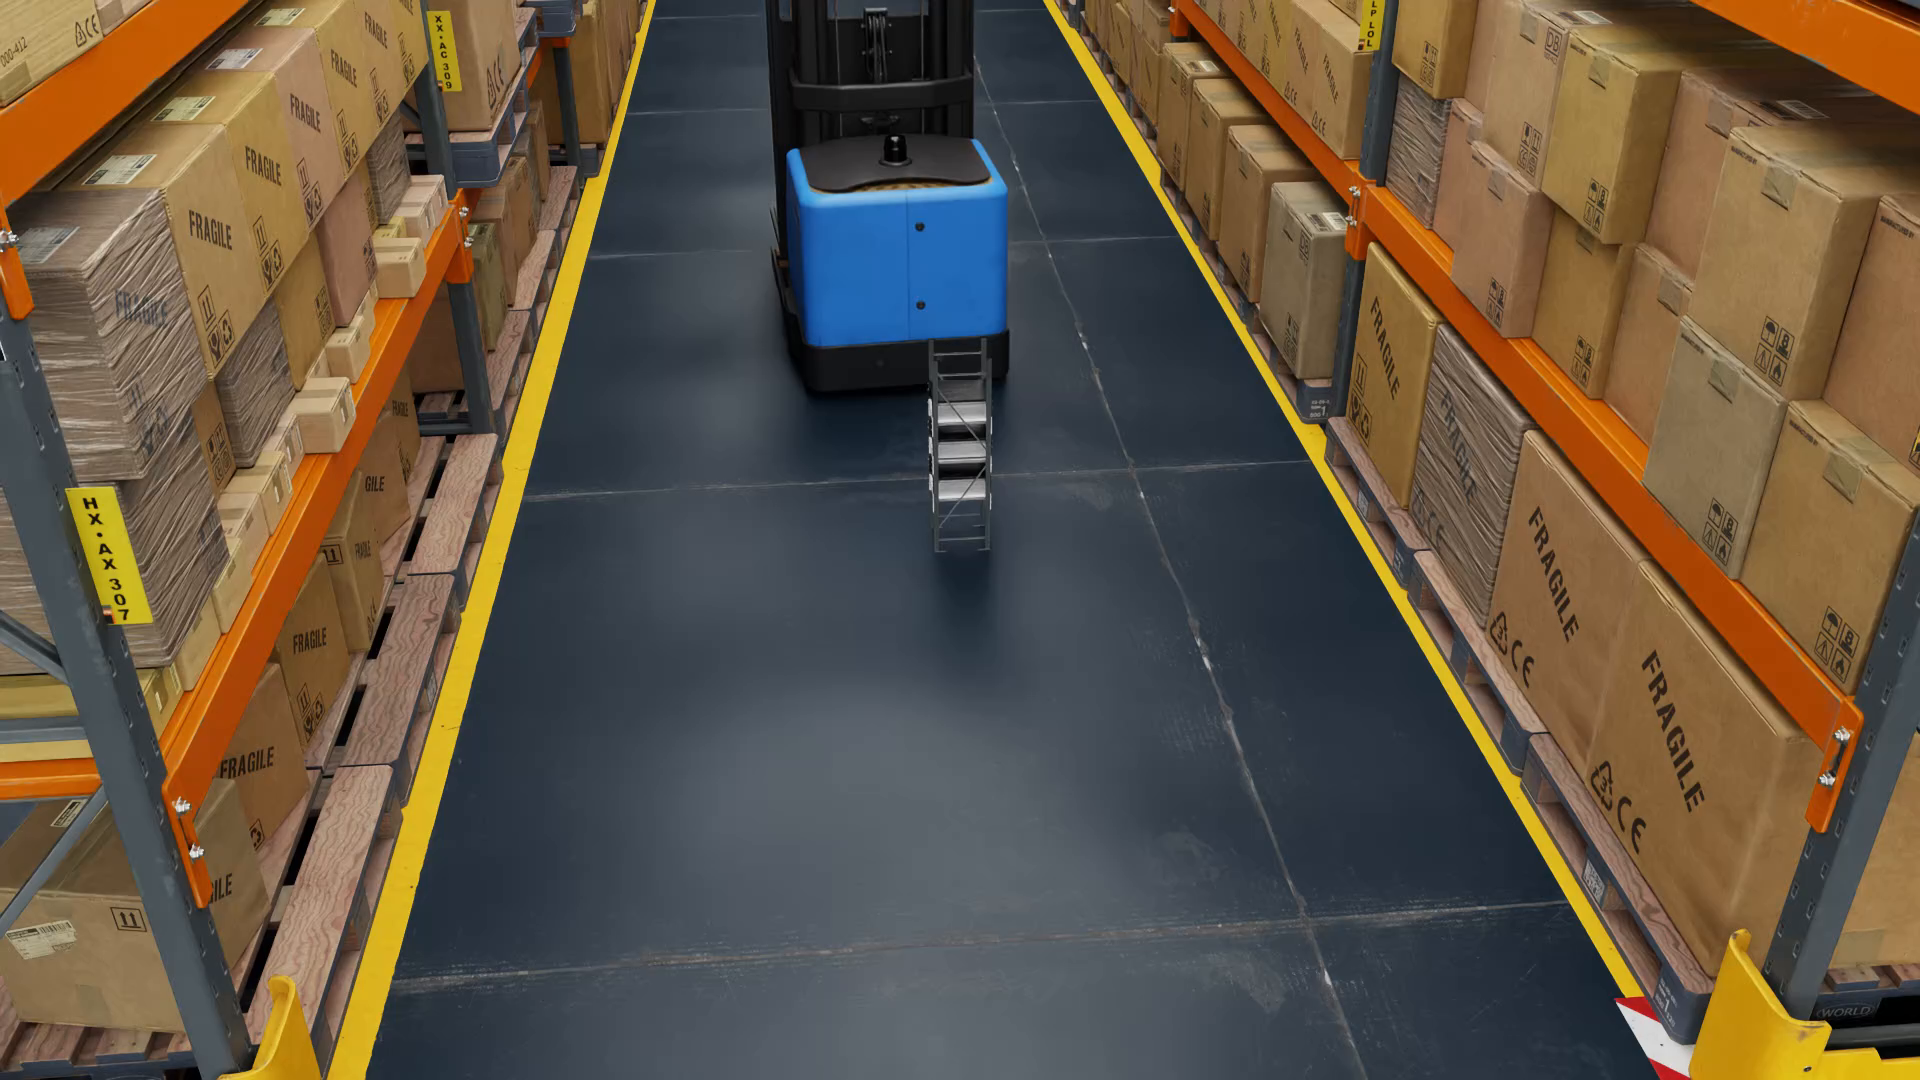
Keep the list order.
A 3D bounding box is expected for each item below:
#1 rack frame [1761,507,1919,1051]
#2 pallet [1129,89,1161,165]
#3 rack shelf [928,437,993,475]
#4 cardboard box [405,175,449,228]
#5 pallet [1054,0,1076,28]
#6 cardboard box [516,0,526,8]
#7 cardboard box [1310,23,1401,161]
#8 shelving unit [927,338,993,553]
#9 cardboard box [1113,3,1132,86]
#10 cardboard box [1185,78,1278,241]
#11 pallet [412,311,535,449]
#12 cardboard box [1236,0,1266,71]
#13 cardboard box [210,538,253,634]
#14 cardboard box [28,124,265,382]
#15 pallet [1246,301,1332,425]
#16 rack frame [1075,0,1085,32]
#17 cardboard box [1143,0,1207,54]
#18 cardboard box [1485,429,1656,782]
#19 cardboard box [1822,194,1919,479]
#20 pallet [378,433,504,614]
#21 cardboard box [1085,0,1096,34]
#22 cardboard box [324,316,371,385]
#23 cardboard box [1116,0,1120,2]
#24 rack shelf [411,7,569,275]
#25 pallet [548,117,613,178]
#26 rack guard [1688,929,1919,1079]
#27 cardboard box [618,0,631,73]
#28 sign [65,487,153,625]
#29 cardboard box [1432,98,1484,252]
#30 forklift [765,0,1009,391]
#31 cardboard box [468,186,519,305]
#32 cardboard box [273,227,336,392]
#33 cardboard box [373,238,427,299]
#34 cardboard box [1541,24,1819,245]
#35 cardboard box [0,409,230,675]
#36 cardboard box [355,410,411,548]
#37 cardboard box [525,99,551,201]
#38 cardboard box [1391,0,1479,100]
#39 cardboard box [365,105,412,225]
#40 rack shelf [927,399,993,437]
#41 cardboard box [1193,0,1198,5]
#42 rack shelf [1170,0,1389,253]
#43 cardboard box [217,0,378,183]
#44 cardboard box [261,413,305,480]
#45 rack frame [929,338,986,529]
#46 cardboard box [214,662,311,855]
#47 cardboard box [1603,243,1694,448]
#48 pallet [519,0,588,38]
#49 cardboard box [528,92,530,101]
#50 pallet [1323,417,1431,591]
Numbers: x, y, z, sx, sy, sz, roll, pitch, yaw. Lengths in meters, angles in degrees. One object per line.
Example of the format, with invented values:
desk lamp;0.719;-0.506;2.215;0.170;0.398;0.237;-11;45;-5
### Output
rack frame;2.653;0.247;3.911;0.949;2.616;0.053;-3;31;-5
pallet;1.837;-3.039;12.132;1.003;0.211;1.213;-3;31;-5
rack shelf;-0.001;-0.362;7.043;0.258;0.077;0.200;-3;31;-5
cardboard box;-2.353;-1.405;6.923;0.380;0.149;0.250;-3;31;-5
pallet;1.437;-5.023;15.454;1.003;0.211;1.213;-3;31;-5
cardboard box;-2.797;-3.320;9.377;0.700;0.500;0.500;2;31;3
cardboard box;1.967;-2.091;7.729;0.500;0.500;0.500;-3;31;-5
shelving unit;-0.001;-0.390;7.026;0.258;0.900;0.210;-3;31;-5
cardboard box;1.476;-3.802;12.718;0.500;0.500;0.500;-4;31;-7
cardboard box;1.961;-2.290;9.943;1.050;0.750;0.750;-2;31;-4
pallet;-2.740;-0.809;8.399;1.003;0.211;1.213;-3;31;-5
cardboard box;1.823;-2.866;9.026;0.500;0.500;0.500;-3;31;-5
cardboard box;-2.094;0.127;4.357;0.380;0.149;0.250;-3;31;-5
cardboard box;-2.112;-0.716;4.161;0.500;0.500;0.500;-3;31;-5
pallet;2.135;-0.988;8.698;1.003;0.211;1.213;-3;31;-5
rack frame;1.535;-5.879;14.168;1.000;3.000;0.127;-3;31;-5
cardboard box;1.583;-3.603;11.653;0.500;0.250;0.500;-3;31;-6
cardboard box;2.442;0.187;5.674;0.875;0.875;0.875;-3;31;-5
cardboard box;2.660;-0.472;3.916;0.875;0.550;0.550;-3;31;-5
pallet;-2.568;-0.071;7.162;1.003;0.211;1.213;-3;31;-5
cardboard box;1.340;-4.596;14.048;0.500;0.500;0.500;-2;31;-3
cardboard box;-2.227;-0.639;5.639;0.380;0.149;0.250;-3;31;-5
cardboard box;1.436;-4.386;12.965;0.500;0.250;0.500;-2;31;-3
rack shelf;-2.852;-2.321;8.912;1.077;0.370;4.000;-3;31;-5
pallet;-3.038;-2.860;11.832;1.003;0.211;1.213;-3;31;-5
rack guard;2.658;1.333;4.531;1.175;0.500;0.348;-3;31;-5
cardboard box;-3.249;-4.179;12.984;1.225;0.875;0.875;-4;31;-6
sign;-1.752;0.036;3.421;0.100;0.325;0.005;-3;31;-5
cardboard box;2.402;-1.392;6.509;0.875;0.550;0.550;-3;31;-5
forklift;-0.512;-2.746;8.989;1.130;2.935;3.031;-5;31;-9
cardboard box;-2.780;-1.569;8.960;0.700;0.500;0.500;-5;31;-9
cardboard box;-2.521;-0.782;5.247;0.875;0.500;0.500;-3;31;-5
cardboard box;-2.241;-1.024;6.285;0.380;0.149;0.250;-3;31;-5
cardboard box;2.420;-1.305;5.311;0.875;0.550;0.500;-3;31;-5
cardboard box;-2.316;-0.019;3.970;0.875;0.500;0.500;-3;31;-5
cardboard box;-2.607;-0.218;6.718;0.500;0.500;0.500;7;32;11
cardboard box;-2.957;-2.426;10.394;0.700;0.500;0.500;-4;31;-7
cardboard box;2.282;-2.133;6.696;0.875;0.550;0.550;-3;31;-5
cardboard box;-2.685;-1.547;6.527;0.875;0.500;0.500;-3;31;-5
rack shelf;-0.001;-0.516;6.951;0.258;0.077;0.200;-3;31;-5
cardboard box;1.682;-3.638;10.318;0.500;0.500;0.500;-2;31;-4
rack shelf;2.095;-2.507;9.224;1.077;0.370;4.000;-3;31;-5
cardboard box;-2.256;-1.482;5.443;0.500;0.500;0.500;-3;31;-5
cardboard box;-2.205;-0.254;4.994;0.380;0.149;0.250;-3;31;-5
rack frame;-0.010;-0.442;7.113;0.240;0.900;0.006;-3;31;-5
cardboard box;-2.423;0.703;5.176;0.500;0.500;0.500;5;31;8
cardboard box;2.576;-0.576;5.143;0.875;0.550;0.550;-3;31;-5
pallet;-2.867;-3.210;9.886;1.213;0.211;1.003;-3;31;-5
cardboard box;-2.947;-2.748;10.203;0.500;0.250;0.500;-2;31;-3
pallet;2.275;-0.206;7.389;1.003;0.211;1.213;-3;31;-5
